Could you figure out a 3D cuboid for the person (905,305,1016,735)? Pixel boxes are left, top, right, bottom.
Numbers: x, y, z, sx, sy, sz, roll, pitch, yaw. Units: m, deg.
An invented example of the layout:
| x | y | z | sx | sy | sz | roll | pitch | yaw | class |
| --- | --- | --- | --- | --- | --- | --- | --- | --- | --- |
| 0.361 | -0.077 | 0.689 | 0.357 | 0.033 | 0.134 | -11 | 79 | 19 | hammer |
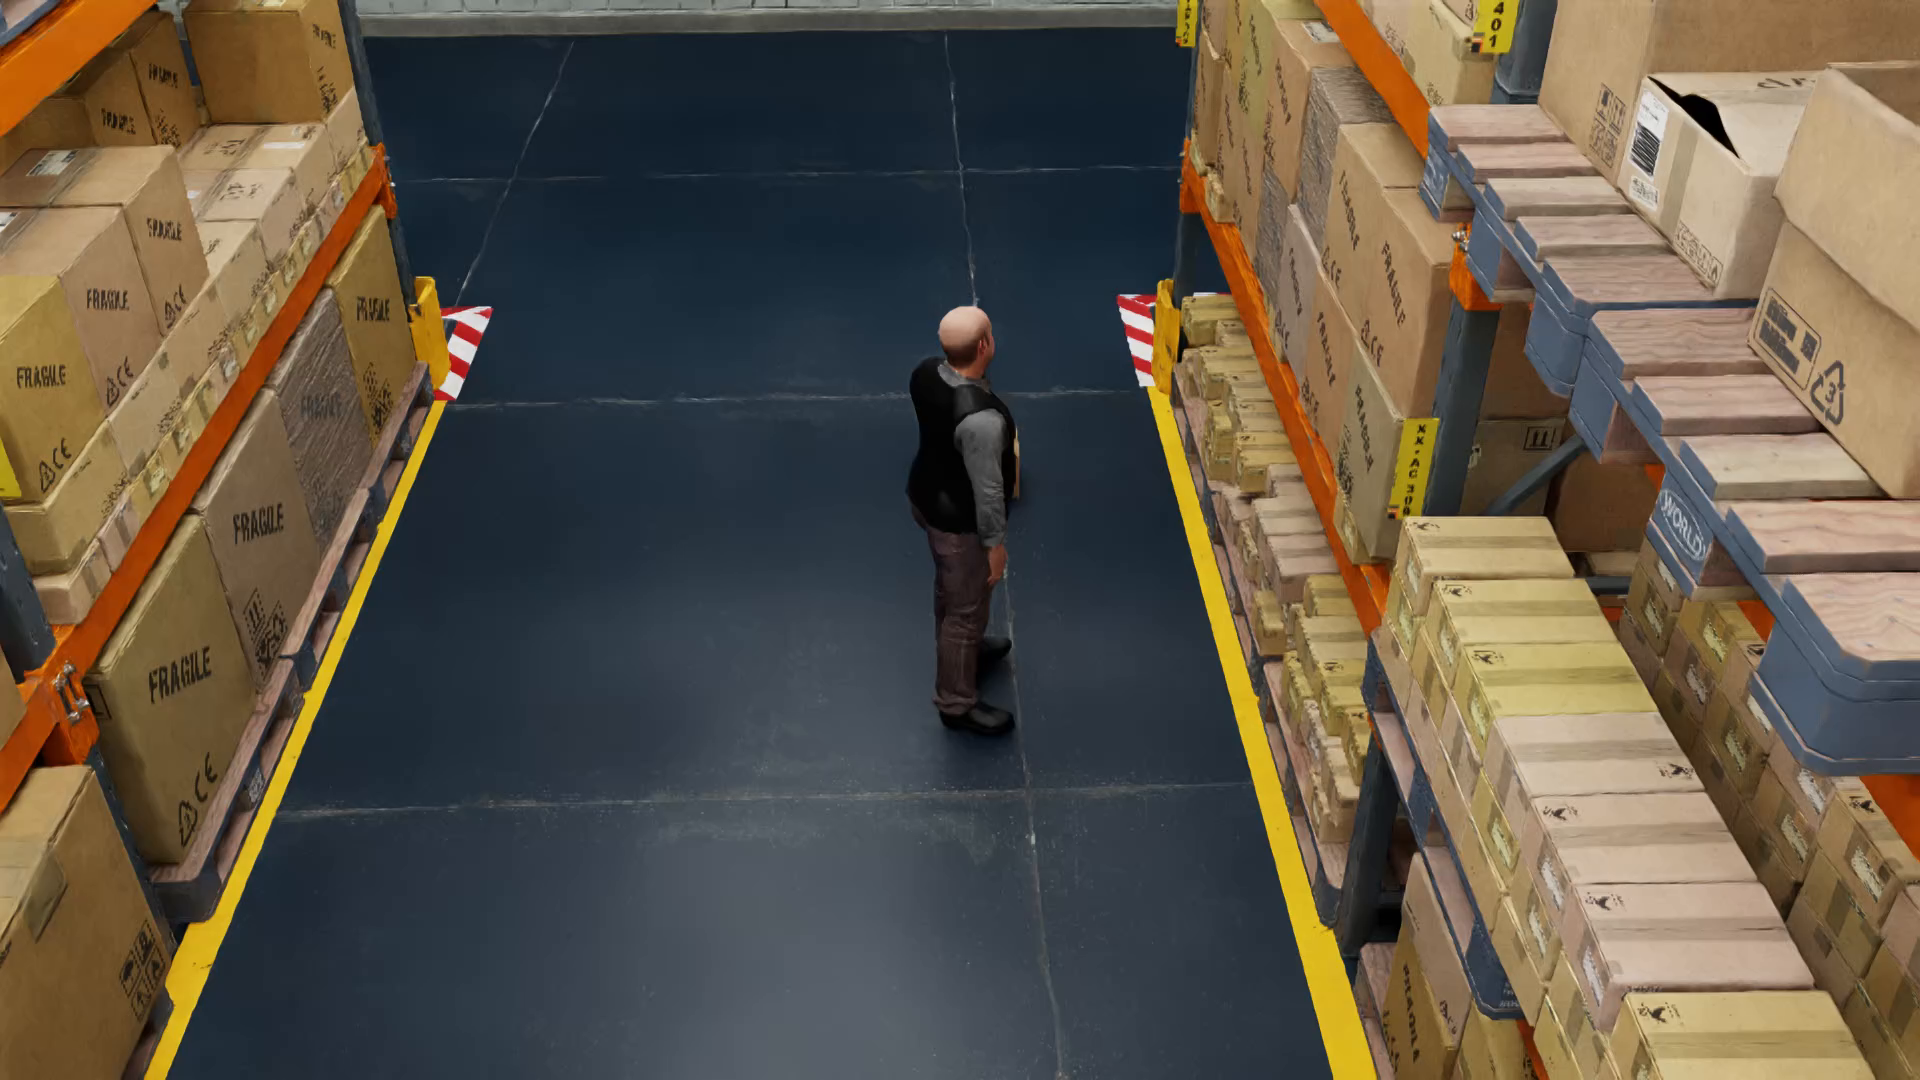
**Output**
| x | y | z | sx | sy | sz | roll | pitch | yaw | class |
| --- | --- | --- | --- | --- | --- | --- | --- | --- | --- |
| 0.060 | -0.101 | 6.263 | 0.470 | 1.730 | 0.588 | -15 | 38 | -20 | person |
